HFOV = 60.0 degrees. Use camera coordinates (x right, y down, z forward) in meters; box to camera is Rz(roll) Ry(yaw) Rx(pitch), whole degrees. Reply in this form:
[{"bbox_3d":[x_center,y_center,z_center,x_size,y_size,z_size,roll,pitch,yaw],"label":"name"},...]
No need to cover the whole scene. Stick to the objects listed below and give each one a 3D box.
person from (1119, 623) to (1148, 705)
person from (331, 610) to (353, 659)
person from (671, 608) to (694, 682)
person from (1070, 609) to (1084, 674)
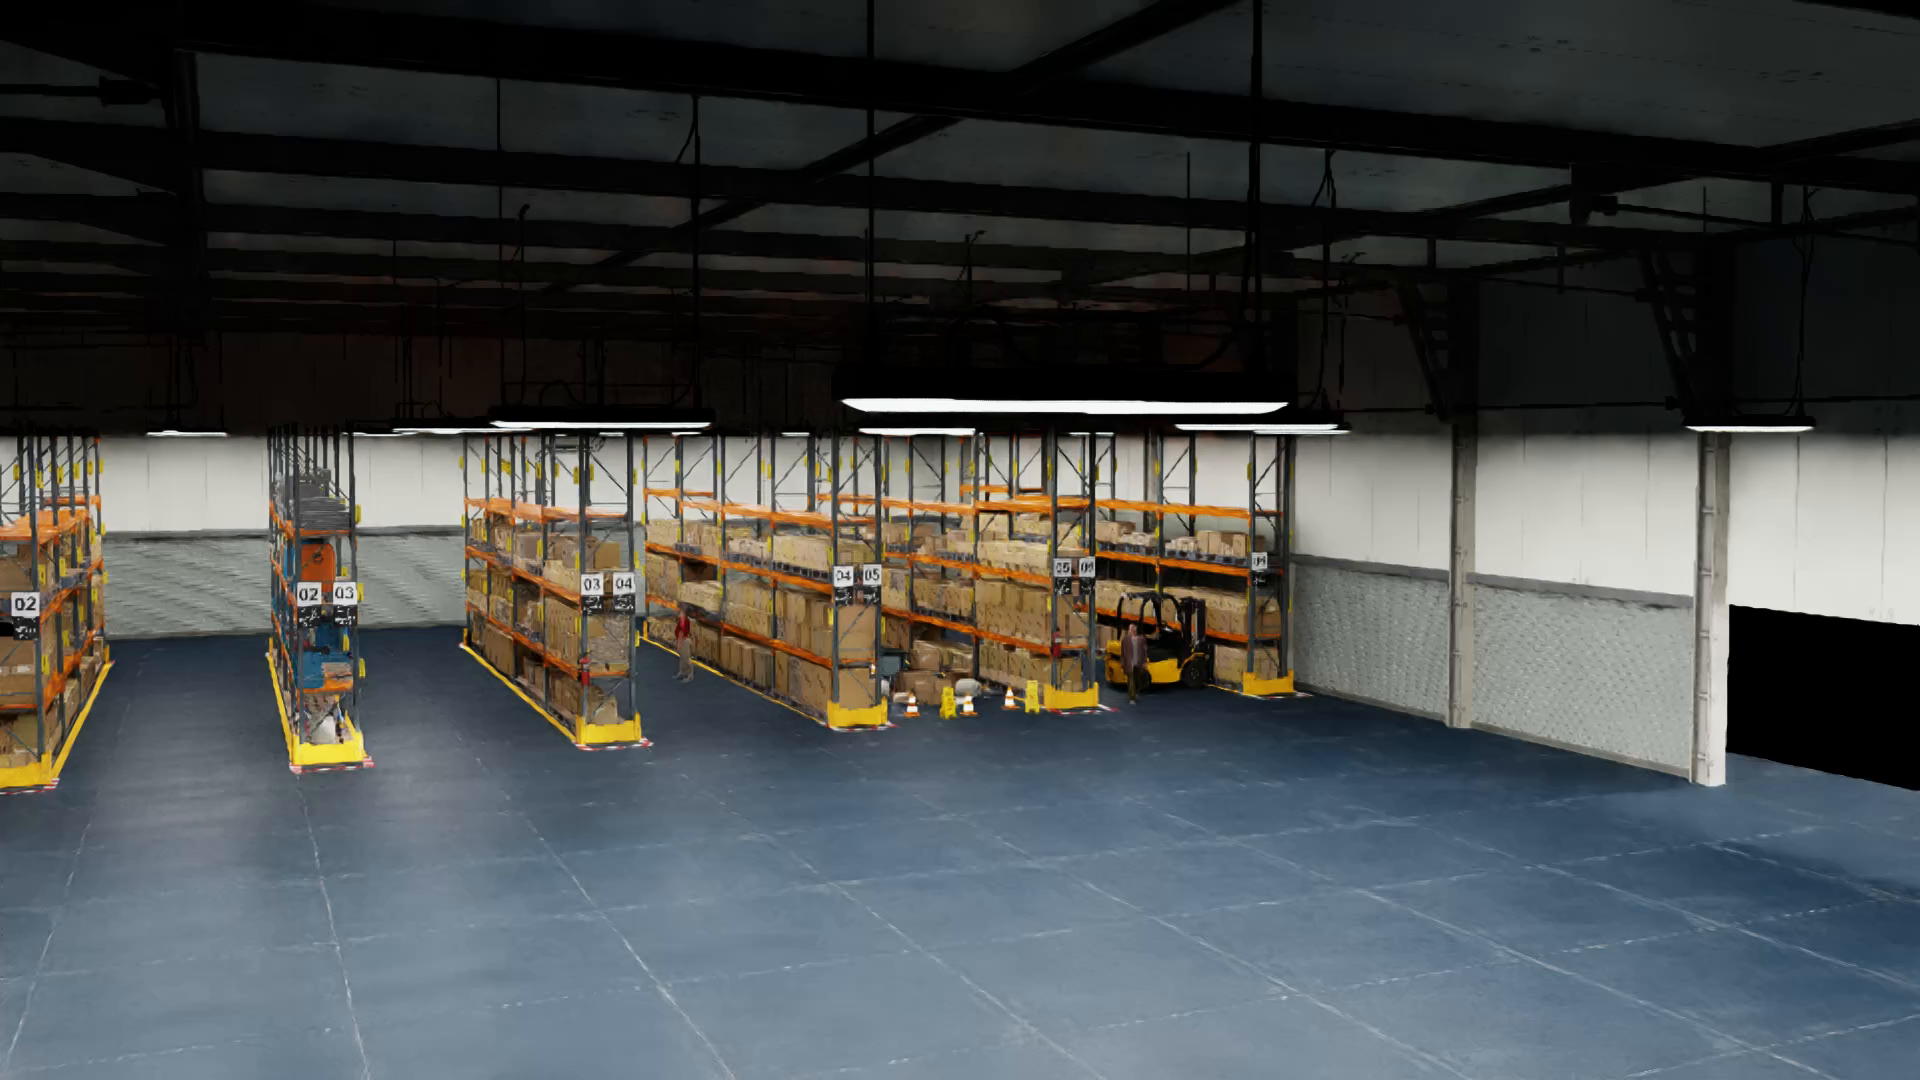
[{"bbox_3d":[3.758,2.660,35.879,0.613,1.743,0.972,0,4,-6],"label":"person"},{"bbox_3d":[-16.108,2.284,43.229,0.481,1.565,1.091,-2,4,-26],"label":"person"},{"bbox_3d":[-6.557,2.454,39.214,0.597,1.715,0.668,0,3,1],"label":"person"},{"bbox_3d":[2.747,2.461,40.331,0.527,1.569,0.522,0,4,7],"label":"person"}]
